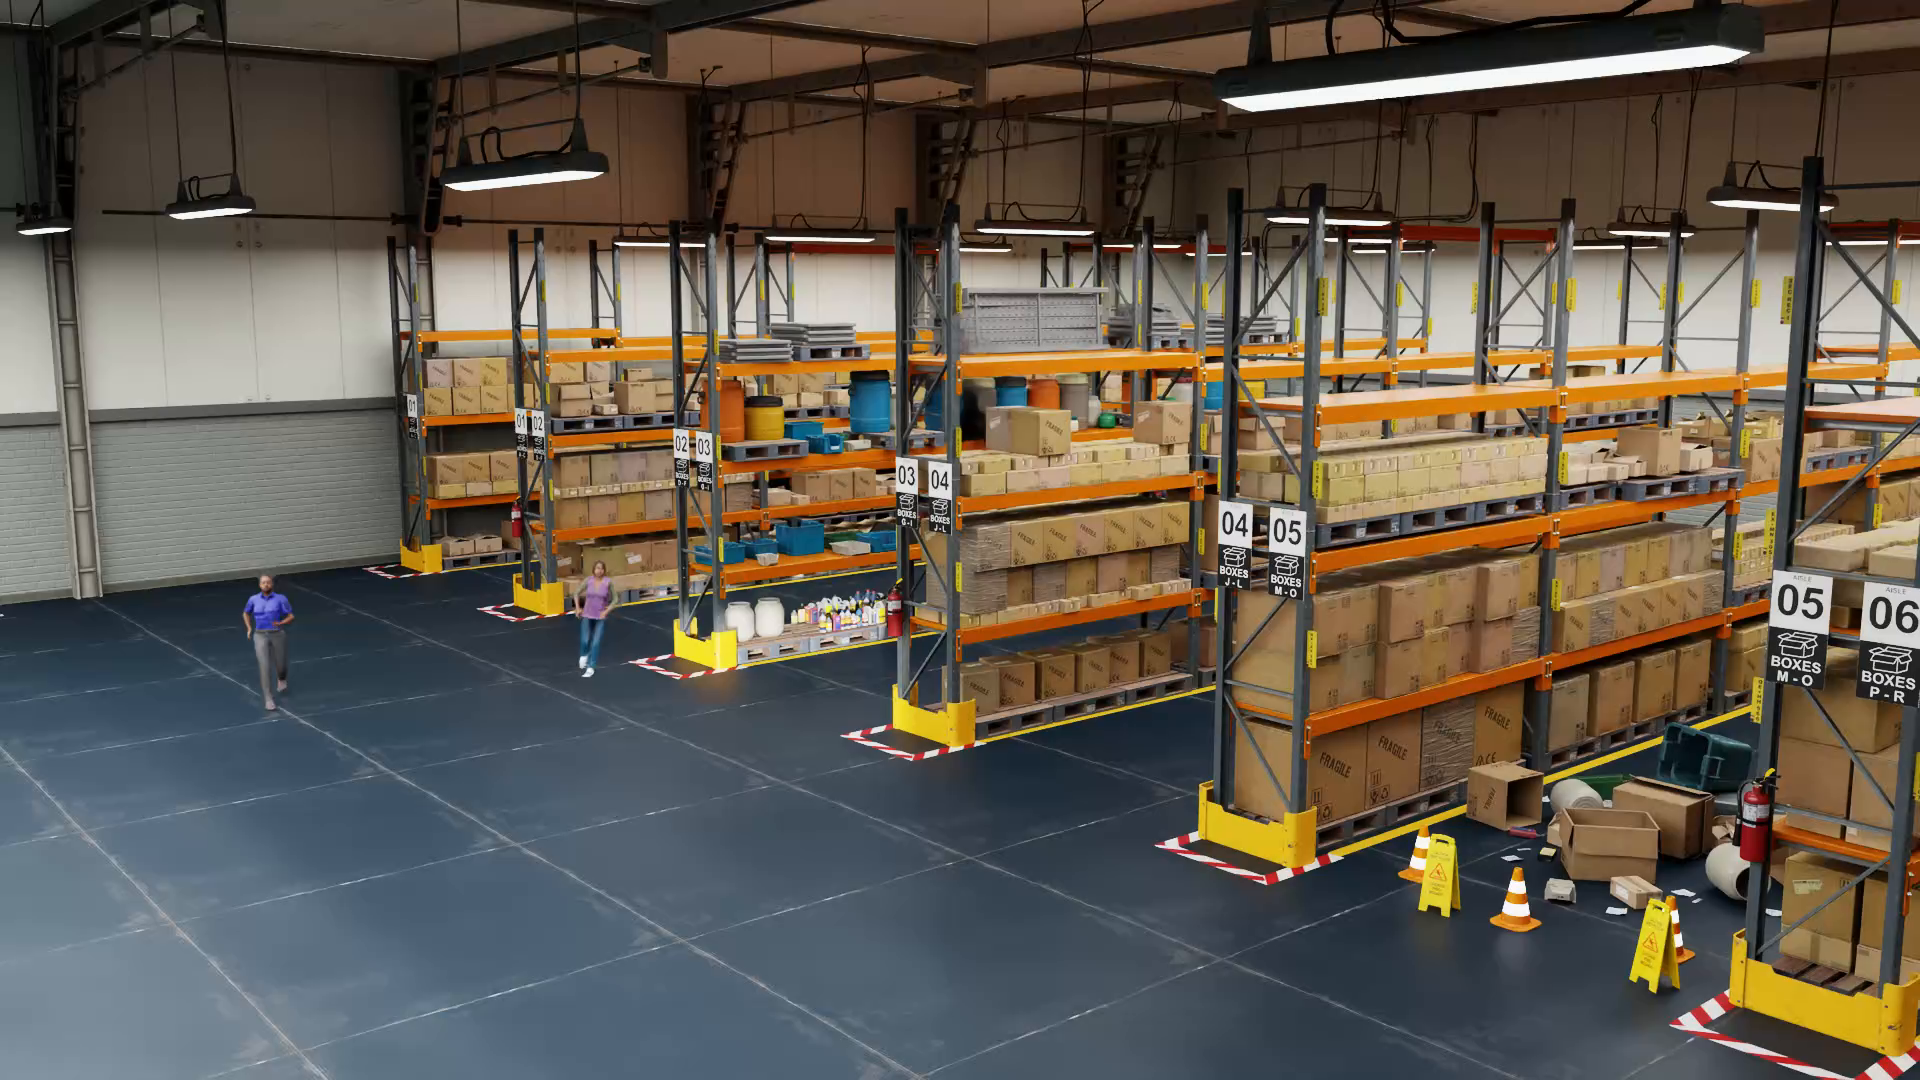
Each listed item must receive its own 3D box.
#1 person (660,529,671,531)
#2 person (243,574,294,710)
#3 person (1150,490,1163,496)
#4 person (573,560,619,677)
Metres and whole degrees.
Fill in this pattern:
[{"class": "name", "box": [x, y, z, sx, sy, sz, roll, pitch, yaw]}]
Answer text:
[{"class": "person", "box": [-5.199, -0.267, 29.821, 0.613, 1.814, 0.909, 6, 11, 34]}, {"class": "person", "box": [-8.516, 1.220, 20.506, 0.588, 1.624, 0.850, -3, 9, -20]}, {"class": "person", "box": [3.858, -0.636, 32.459, 0.665, 1.688, 0.603, 7, 11, 37]}, {"class": "person", "box": [-4.816, 1.037, 22.046, 0.592, 1.549, 0.490, -2, 9, -11]}]
